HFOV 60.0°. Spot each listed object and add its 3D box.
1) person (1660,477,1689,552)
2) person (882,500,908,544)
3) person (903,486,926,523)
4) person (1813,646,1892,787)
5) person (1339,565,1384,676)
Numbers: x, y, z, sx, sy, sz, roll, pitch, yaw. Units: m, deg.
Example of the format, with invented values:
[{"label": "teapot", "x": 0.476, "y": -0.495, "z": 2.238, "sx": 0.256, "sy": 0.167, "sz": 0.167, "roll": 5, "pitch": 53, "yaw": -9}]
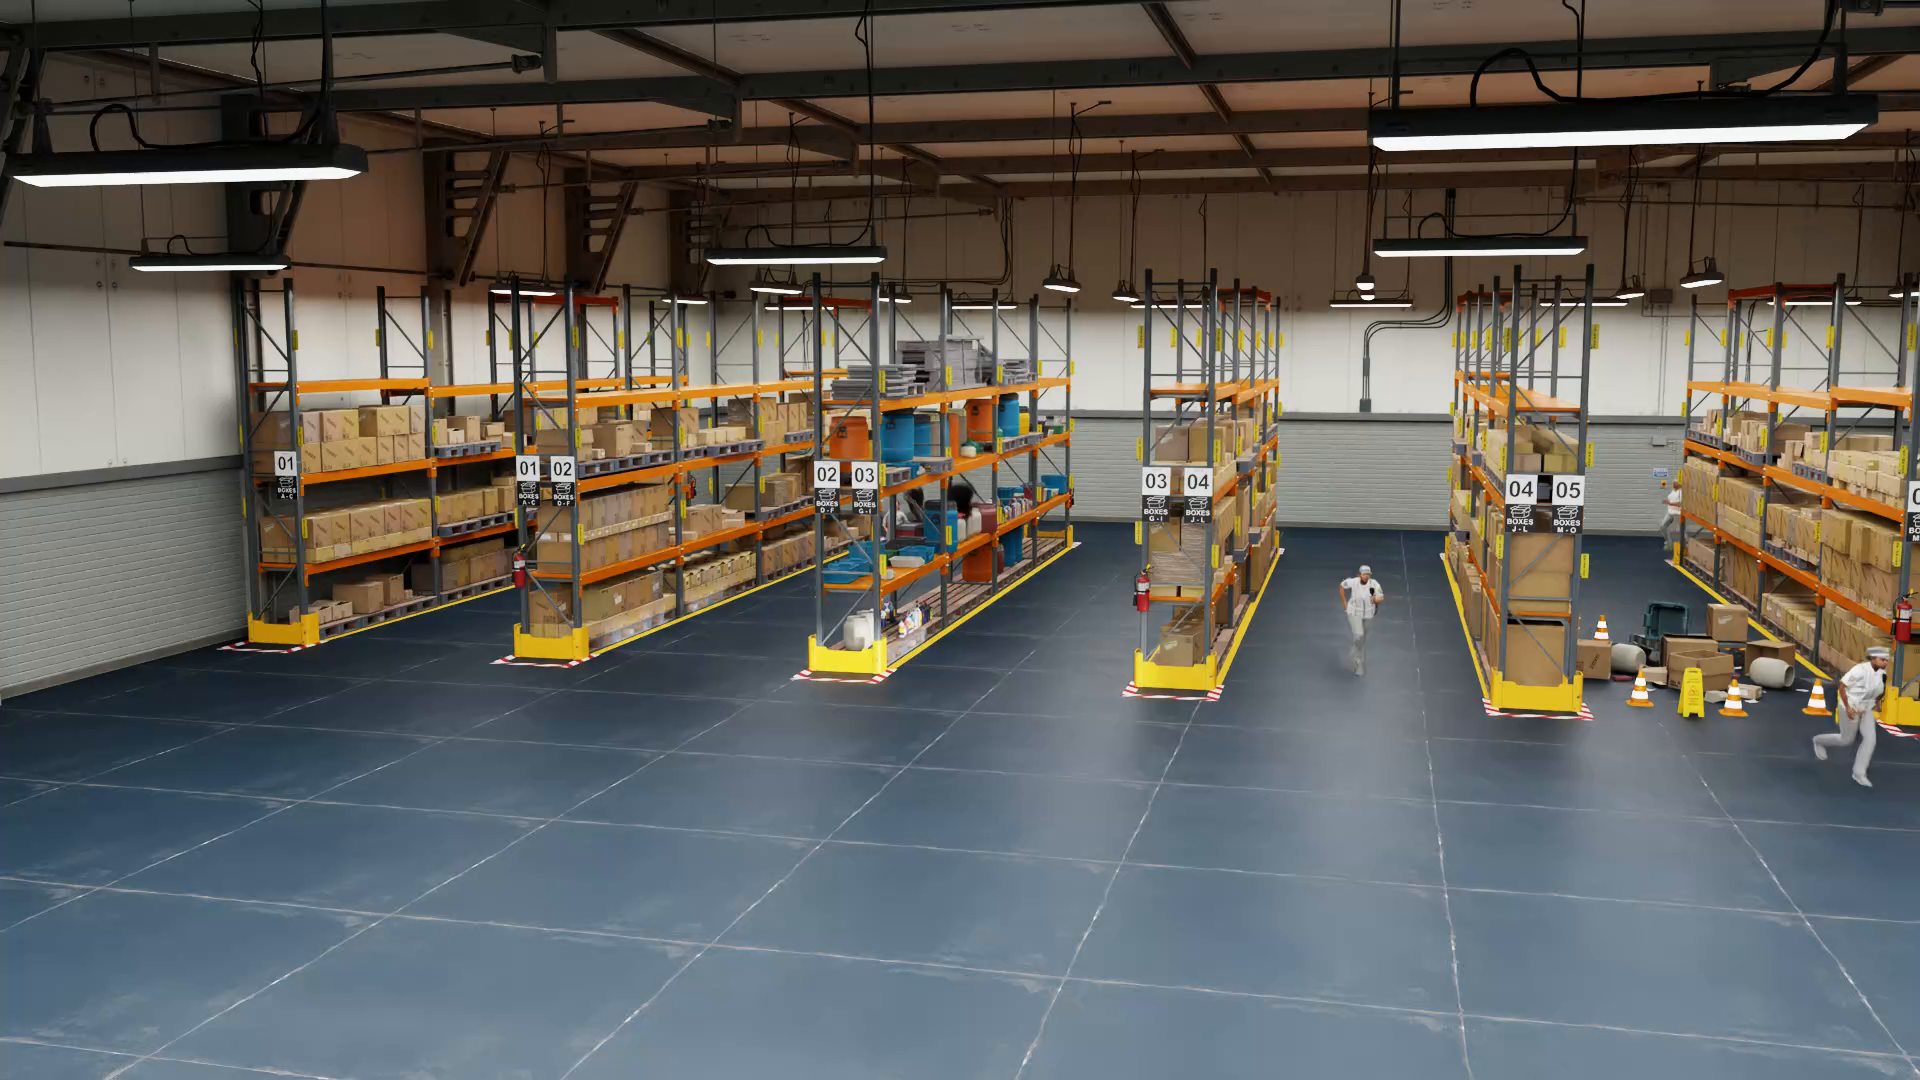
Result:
[{"label": "person", "x": 16.970, "y": -0.596, "z": 39.449, "sx": 0.751, "sy": 1.823, "sz": 0.669, "roll": -1, "pitch": 7, "yaw": -6}, {"label": "person", "x": -1.378, "y": -0.059, "z": 35.490, "sx": 0.574, "sy": 1.628, "sz": 0.758, "roll": 1, "pitch": 7, "yaw": 9}, {"label": "person", "x": -1.190, "y": -0.871, "z": 42.328, "sx": 0.653, "sy": 1.633, "sz": 0.707, "roll": 6, "pitch": 9, "yaw": 43}, {"label": "person", "x": 10.223, "y": 1.964, "z": 19.069, "sx": 0.582, "sy": 1.619, "sz": 0.905, "roll": -3, "pitch": 7, "yaw": -23}, {"label": "person", "x": 6.079, "y": 1.187, "z": 25.272, "sx": 0.600, "sy": 1.671, "sz": 0.926, "roll": 0, "pitch": 7, "yaw": -4}]
